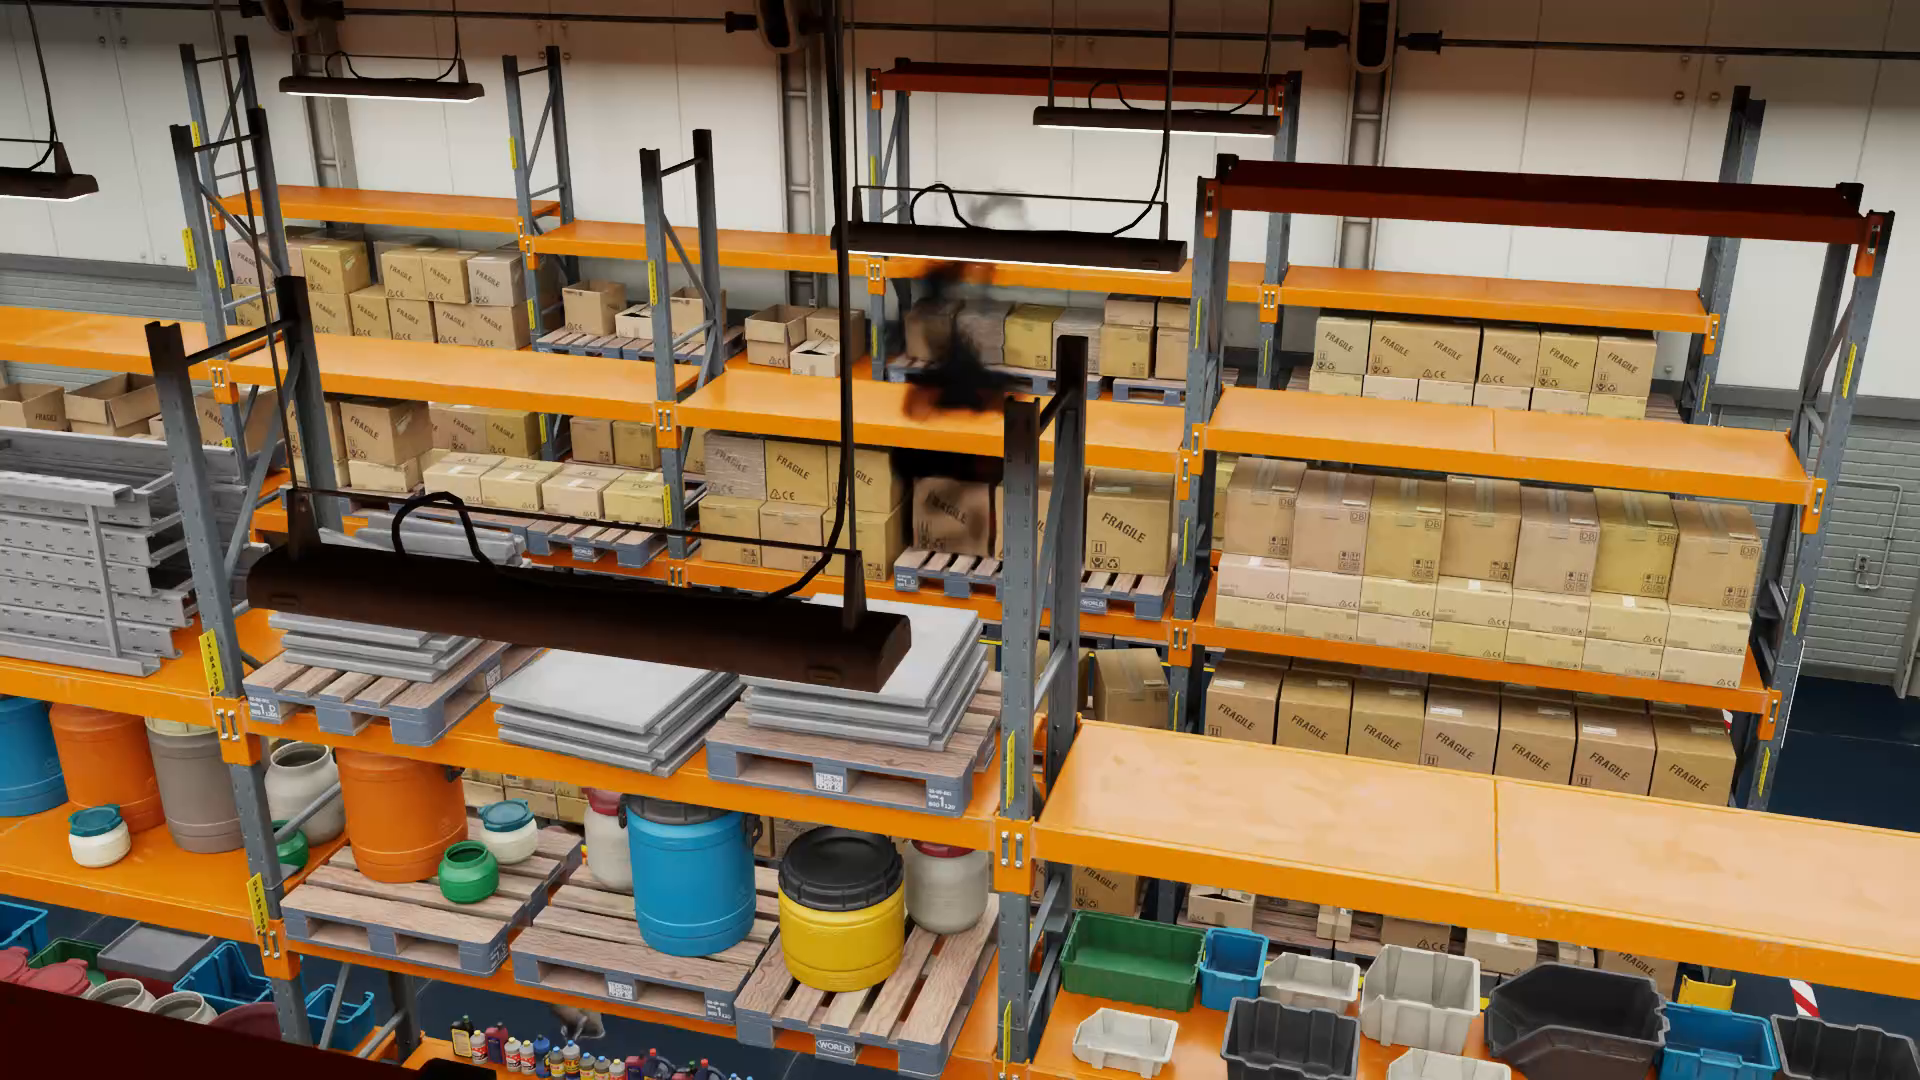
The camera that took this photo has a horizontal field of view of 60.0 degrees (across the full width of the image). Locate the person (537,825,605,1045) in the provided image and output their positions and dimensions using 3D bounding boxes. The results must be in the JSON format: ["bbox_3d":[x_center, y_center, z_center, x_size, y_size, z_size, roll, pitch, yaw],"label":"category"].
[{"bbox_3d":[-2.779,2.694,11.348,0.602,1.724,0.652,7,23,16],"label":"person"}]
